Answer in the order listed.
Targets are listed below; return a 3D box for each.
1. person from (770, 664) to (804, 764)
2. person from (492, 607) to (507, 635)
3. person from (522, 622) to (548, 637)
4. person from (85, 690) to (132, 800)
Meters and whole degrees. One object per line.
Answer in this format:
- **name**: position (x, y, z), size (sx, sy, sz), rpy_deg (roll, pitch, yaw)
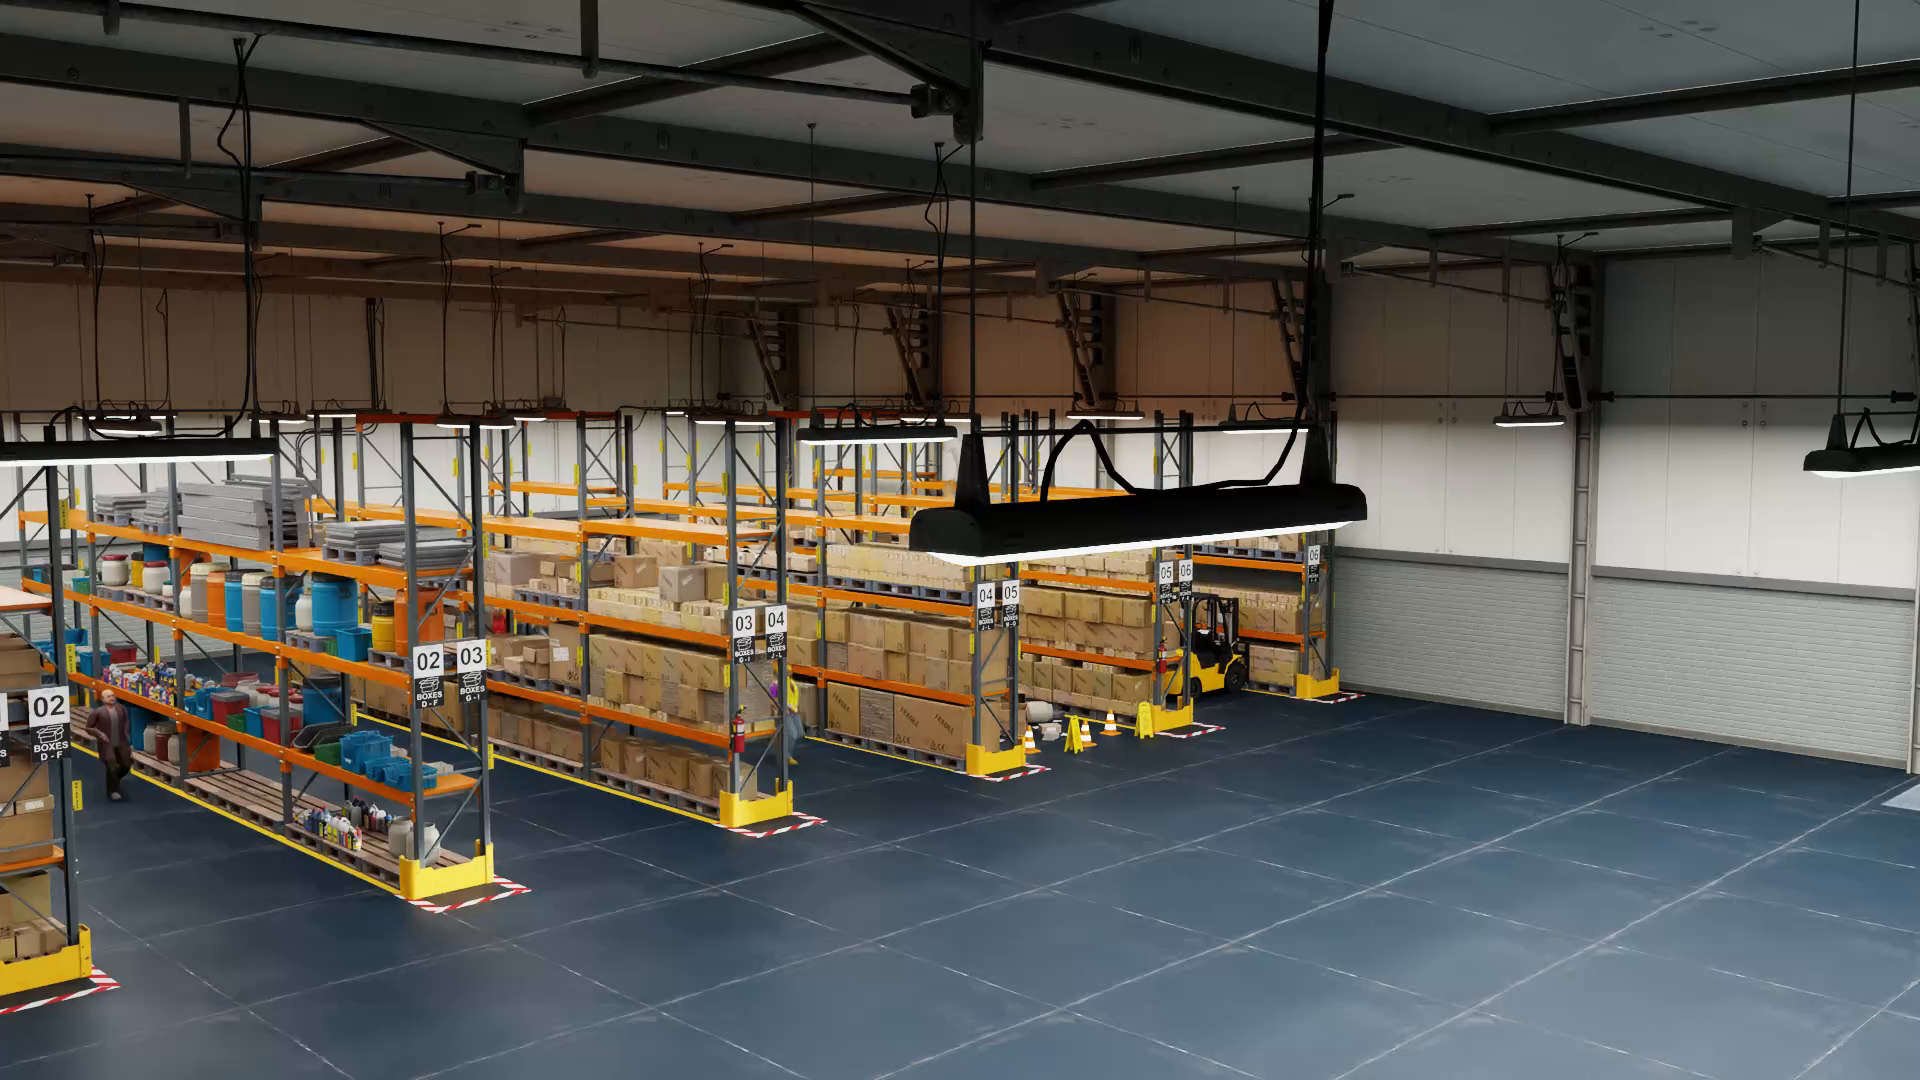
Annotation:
- **person**: position (-3.012, 2.990, 28.695), size (0.584, 1.722, 0.748), rpy_deg (3, 6, 29)
- **person**: position (-10.146, 2.301, 36.640), size (0.675, 1.750, 0.894), rpy_deg (-4, 6, -36)
- **person**: position (-10.488, 1.928, 40.922), size (0.786, 1.770, 0.848), rpy_deg (1, 5, 6)
- **person**: position (-13.285, 3.203, 26.050), size (0.661, 1.727, 0.705), rpy_deg (4, 6, 39)
